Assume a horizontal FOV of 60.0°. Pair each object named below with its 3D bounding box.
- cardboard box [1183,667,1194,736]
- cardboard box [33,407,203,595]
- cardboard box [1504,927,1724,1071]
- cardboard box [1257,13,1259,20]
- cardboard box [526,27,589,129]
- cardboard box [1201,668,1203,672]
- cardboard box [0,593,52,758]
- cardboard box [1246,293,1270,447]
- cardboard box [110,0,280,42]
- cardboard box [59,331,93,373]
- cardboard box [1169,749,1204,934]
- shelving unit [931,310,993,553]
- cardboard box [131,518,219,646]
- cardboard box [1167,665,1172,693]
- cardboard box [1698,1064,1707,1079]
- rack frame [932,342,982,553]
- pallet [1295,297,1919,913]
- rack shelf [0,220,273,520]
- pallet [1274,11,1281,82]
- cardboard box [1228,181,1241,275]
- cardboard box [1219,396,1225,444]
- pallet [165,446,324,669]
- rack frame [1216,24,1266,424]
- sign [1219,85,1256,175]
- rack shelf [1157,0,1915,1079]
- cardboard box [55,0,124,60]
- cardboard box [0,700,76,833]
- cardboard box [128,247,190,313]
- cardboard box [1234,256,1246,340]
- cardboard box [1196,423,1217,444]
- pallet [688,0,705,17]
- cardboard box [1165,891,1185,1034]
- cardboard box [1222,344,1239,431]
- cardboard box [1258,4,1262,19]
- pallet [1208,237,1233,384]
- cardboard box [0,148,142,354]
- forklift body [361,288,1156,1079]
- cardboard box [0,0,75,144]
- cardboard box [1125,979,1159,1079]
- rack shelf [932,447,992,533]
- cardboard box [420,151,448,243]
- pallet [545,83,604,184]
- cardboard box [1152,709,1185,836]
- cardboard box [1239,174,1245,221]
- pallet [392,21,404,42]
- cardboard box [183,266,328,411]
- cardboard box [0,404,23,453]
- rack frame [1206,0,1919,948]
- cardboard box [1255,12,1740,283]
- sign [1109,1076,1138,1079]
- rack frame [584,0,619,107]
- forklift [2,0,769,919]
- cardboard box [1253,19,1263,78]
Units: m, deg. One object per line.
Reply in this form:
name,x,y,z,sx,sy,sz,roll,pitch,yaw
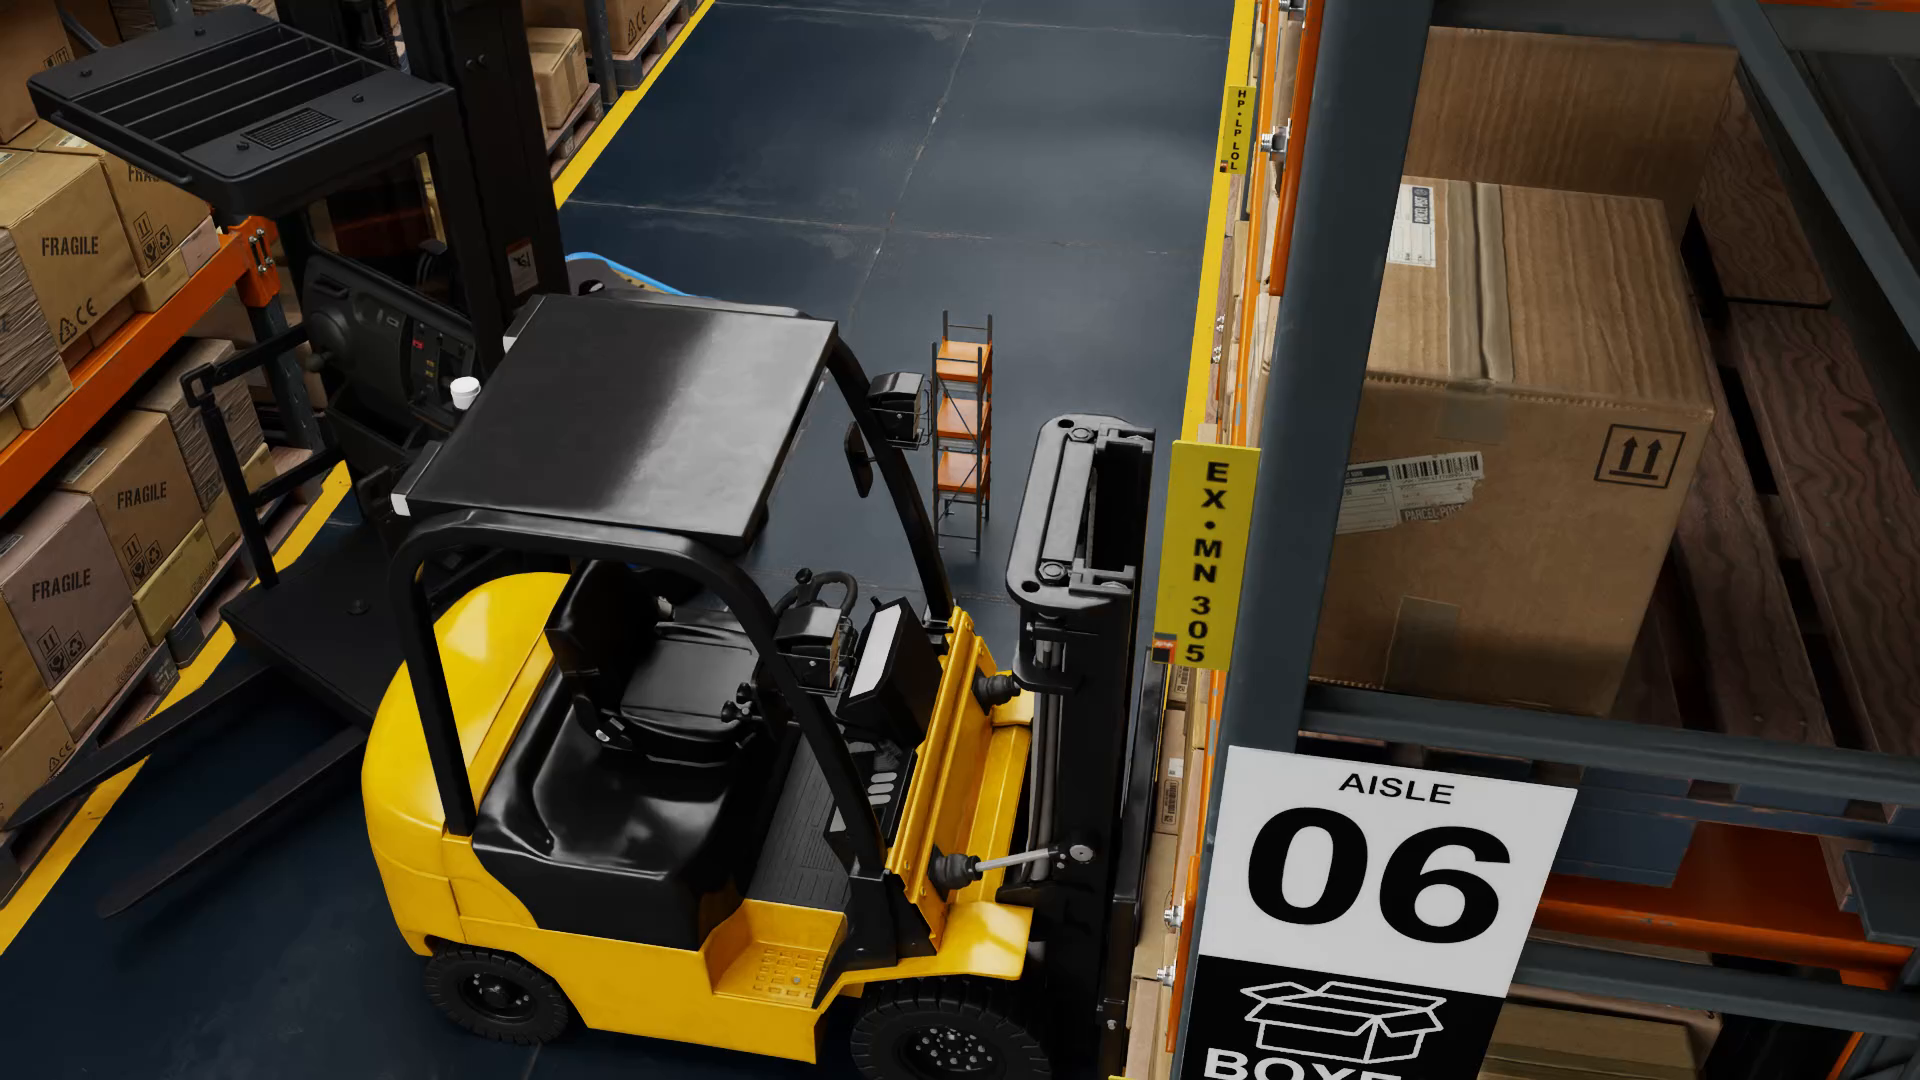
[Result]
cardboard box,0.900,0.221,4.551,0.500,0.500,0.500,7,40,8
cardboard box,-3.312,-0.166,6.337,0.500,0.500,0.500,7,40,8
cardboard box,1.186,0.810,3.096,0.380,0.149,0.250,8,40,9
cardboard box,1.702,-2.512,8.052,0.500,0.250,0.500,5,40,6
cardboard box,-2.803,-2.801,10.017,0.950,0.372,0.625,4,40,5
cardboard box,0.792,0.215,4.048,0.380,0.149,0.250,7,40,8
cardboard box,-3.483,0.491,5.542,0.500,0.500,0.500,7,40,9
cardboard box,0.654,-0.253,2.637,0.380,0.149,0.250,5,40,6
cardboard box,-3.024,-2.073,6.762,0.500,0.500,0.500,7,40,9
cardboard box,-3.358,-0.696,5.935,0.380,0.149,0.250,6,40,7
cardboard box,0.735,0.859,3.779,0.500,0.500,0.500,8,40,9
shelving unit,0.009,-0.438,6.956,0.215,1.050,0.252,6,40,8
cardboard box,-3.308,0.138,6.557,0.500,0.250,0.500,5,40,6
cardboard box,0.930,0.655,5.540,0.500,0.250,0.500,6,40,7
cardboard box,1.169,1.241,3.316,0.500,0.500,0.500,8,40,9
rack frame,-0.012,-0.362,6.863,0.200,1.050,0.008,6,40,8
pallet,0.957,-0.003,2.615,1.003,0.211,1.213,6,40,8
rack shelf,-3.734,0.037,5.416,1.077,0.370,4.000,6,40,8
pallet,1.380,-1.534,4.467,1.003,0.211,1.213,6,40,8
cardboard box,1.331,-1.238,6.511,0.500,0.250,0.500,7,40,9
cardboard box,1.094,-0.411,5.314,0.500,0.500,0.500,7,40,8
pallet,-3.469,0.005,7.079,1.003,0.211,1.213,6,40,8
rack frame,1.502,-0.950,6.045,1.000,3.000,0.127,6,40,8
sign,0.966,-1.420,5.767,0.100,0.325,0.005,6,40,8
rack shelf,1.156,-0.574,3.801,1.077,0.370,4.000,6,40,8
cardboard box,-3.534,-2.126,6.825,0.500,0.500,0.500,6,40,7
cardboard box,-3.490,0.774,5.788,0.500,0.250,0.500,9,40,11
cardboard box,-3.179,-1.006,6.310,0.380,0.149,0.250,7,40,9
cardboard box,1.017,-0.701,4.923,0.380,0.149,0.250,7,40,9
cardboard box,1.109,-0.169,6.144,0.500,0.250,0.500,6,40,7
pallet,-2.271,-4.181,12.141,1.003,0.211,1.213,6,40,8
cardboard box,0.609,0.859,3.269,0.380,0.149,0.250,7,40,8
cardboard box,0.964,-0.428,4.825,0.380,0.149,0.250,6,40,7
cardboard box,1.511,-2.065,7.120,0.500,0.250,0.500,7,40,9
pallet,1.800,-1.110,8.427,1.003,0.211,1.213,6,40,8
cardboard box,-3.302,-1.018,5.816,0.500,0.500,0.500,8,40,9
forklift body,-0.659,0.496,4.962,2.313,2.155,1.214,6,40,8
cardboard box,-3.677,-1.782,5.954,0.700,0.500,0.500,6,40,7
cardboard box,0.665,1.428,4.212,0.500,0.250,0.500,7,40,8
rack shelf,0.009,-0.216,7.140,0.215,0.259,0.240,6,40,8
cardboard box,-3.060,-1.862,8.881,0.950,0.372,0.625,8,40,9
pallet,-2.832,-2.441,10.037,1.003,0.211,1.213,6,40,8
cardboard box,0.837,0.793,4.980,0.500,0.250,0.500,6,40,7
cardboard box,1.335,-1.422,6.341,0.500,0.250,0.500,6,40,7
pallet,-2.998,-2.685,8.294,1.003,0.211,1.213,6,40,8
cardboard box,-3.299,-0.974,7.807,0.950,0.372,0.625,7,40,8
cardboard box,-3.389,-0.368,5.538,0.380,0.149,0.250,6,40,7
rack frame,0.810,-0.752,1.098,1.000,3.000,0.127,6,40,8
cardboard box,0.922,-0.771,2.988,0.700,0.500,0.500,7,40,8
sign,0.278,0.954,2.648,0.100,0.325,0.005,6,40,8
rack frame,-2.695,-4.006,9.741,1.000,3.000,0.127,6,40,8
forklift,-2.129,-0.619,5.698,1.130,2.935,3.031,26,46,28
cardboard box,1.378,-1.969,6.690,0.380,0.149,0.250,5,40,6
